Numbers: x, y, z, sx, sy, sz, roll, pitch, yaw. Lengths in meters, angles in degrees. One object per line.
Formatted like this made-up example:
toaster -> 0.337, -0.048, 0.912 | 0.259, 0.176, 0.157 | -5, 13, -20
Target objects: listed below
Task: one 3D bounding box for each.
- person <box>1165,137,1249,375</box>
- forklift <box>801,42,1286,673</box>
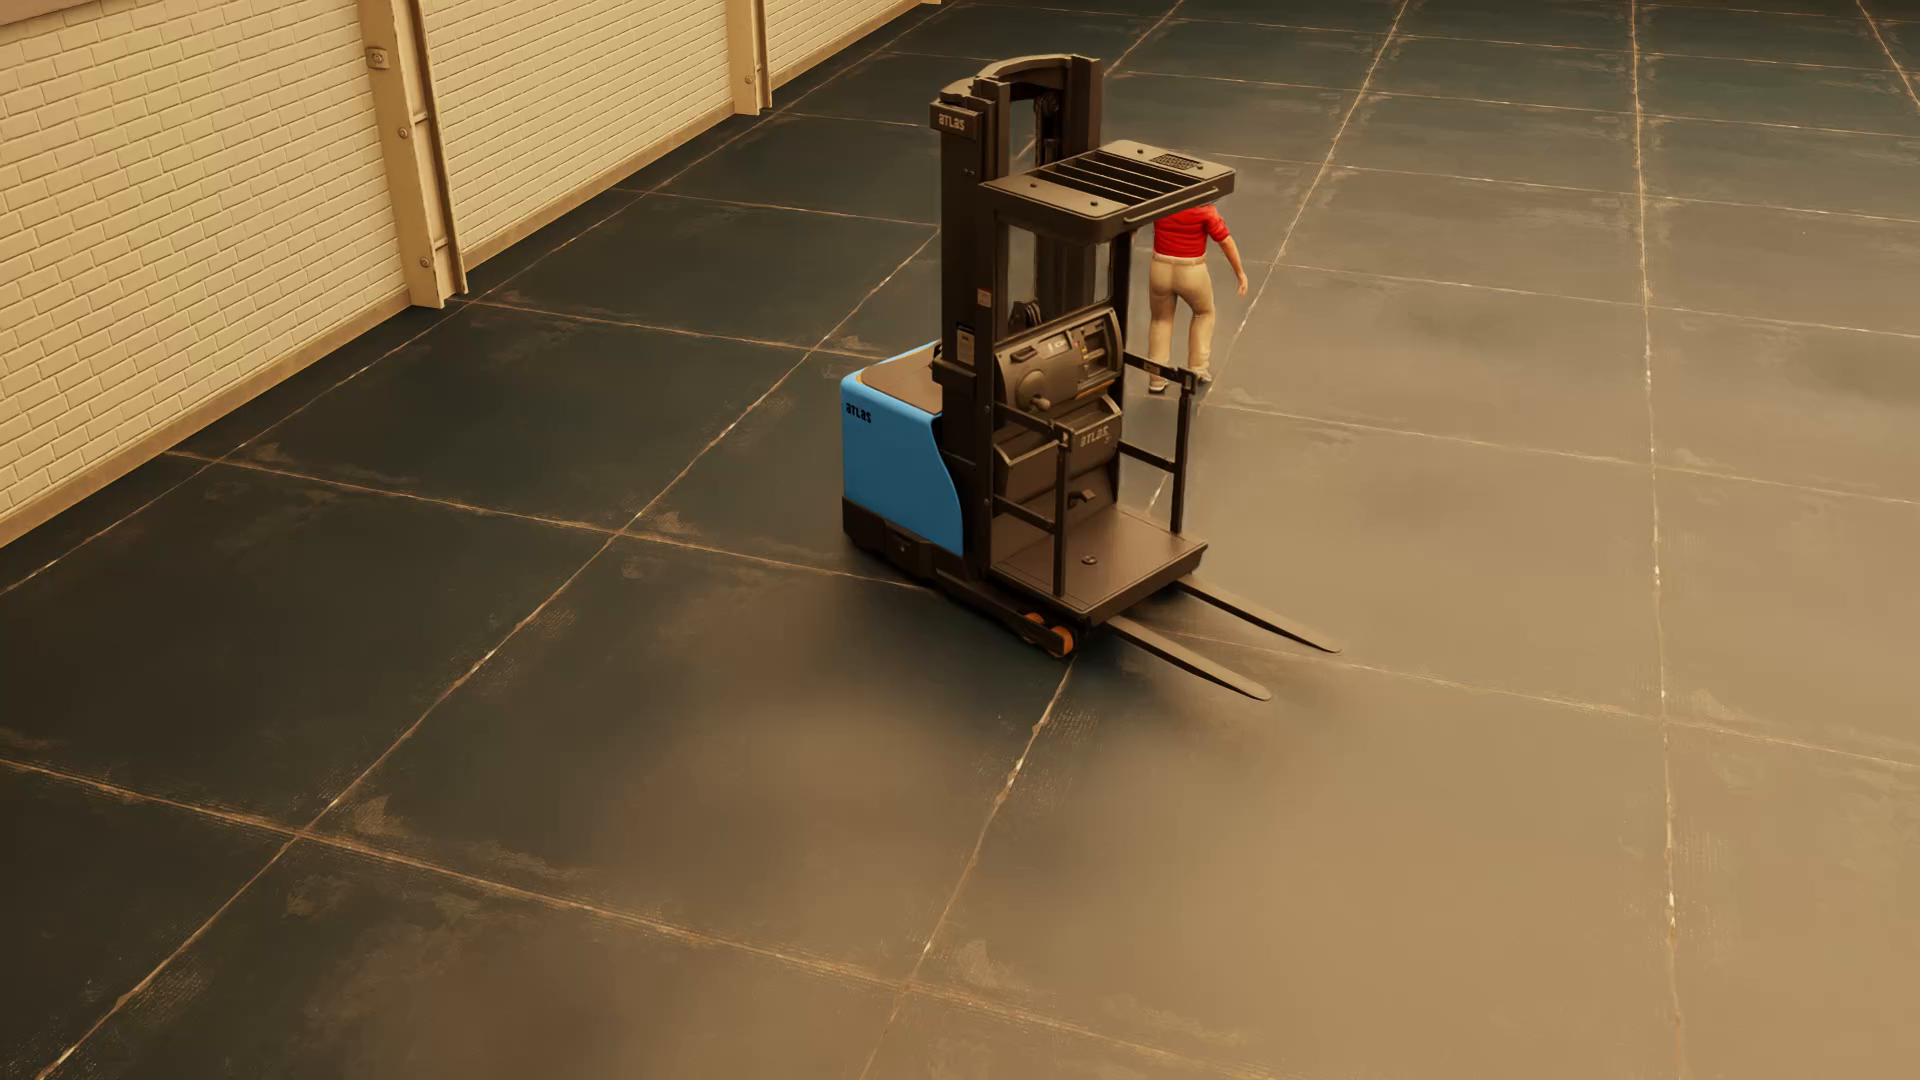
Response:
person -> 1.810, -2.043, 12.016 | 0.641, 1.767, 0.490 | 19, 35, 30
forklift -> 0.441, -1.053, 8.984 | 1.130, 2.935, 3.031 | -26, 39, -38
